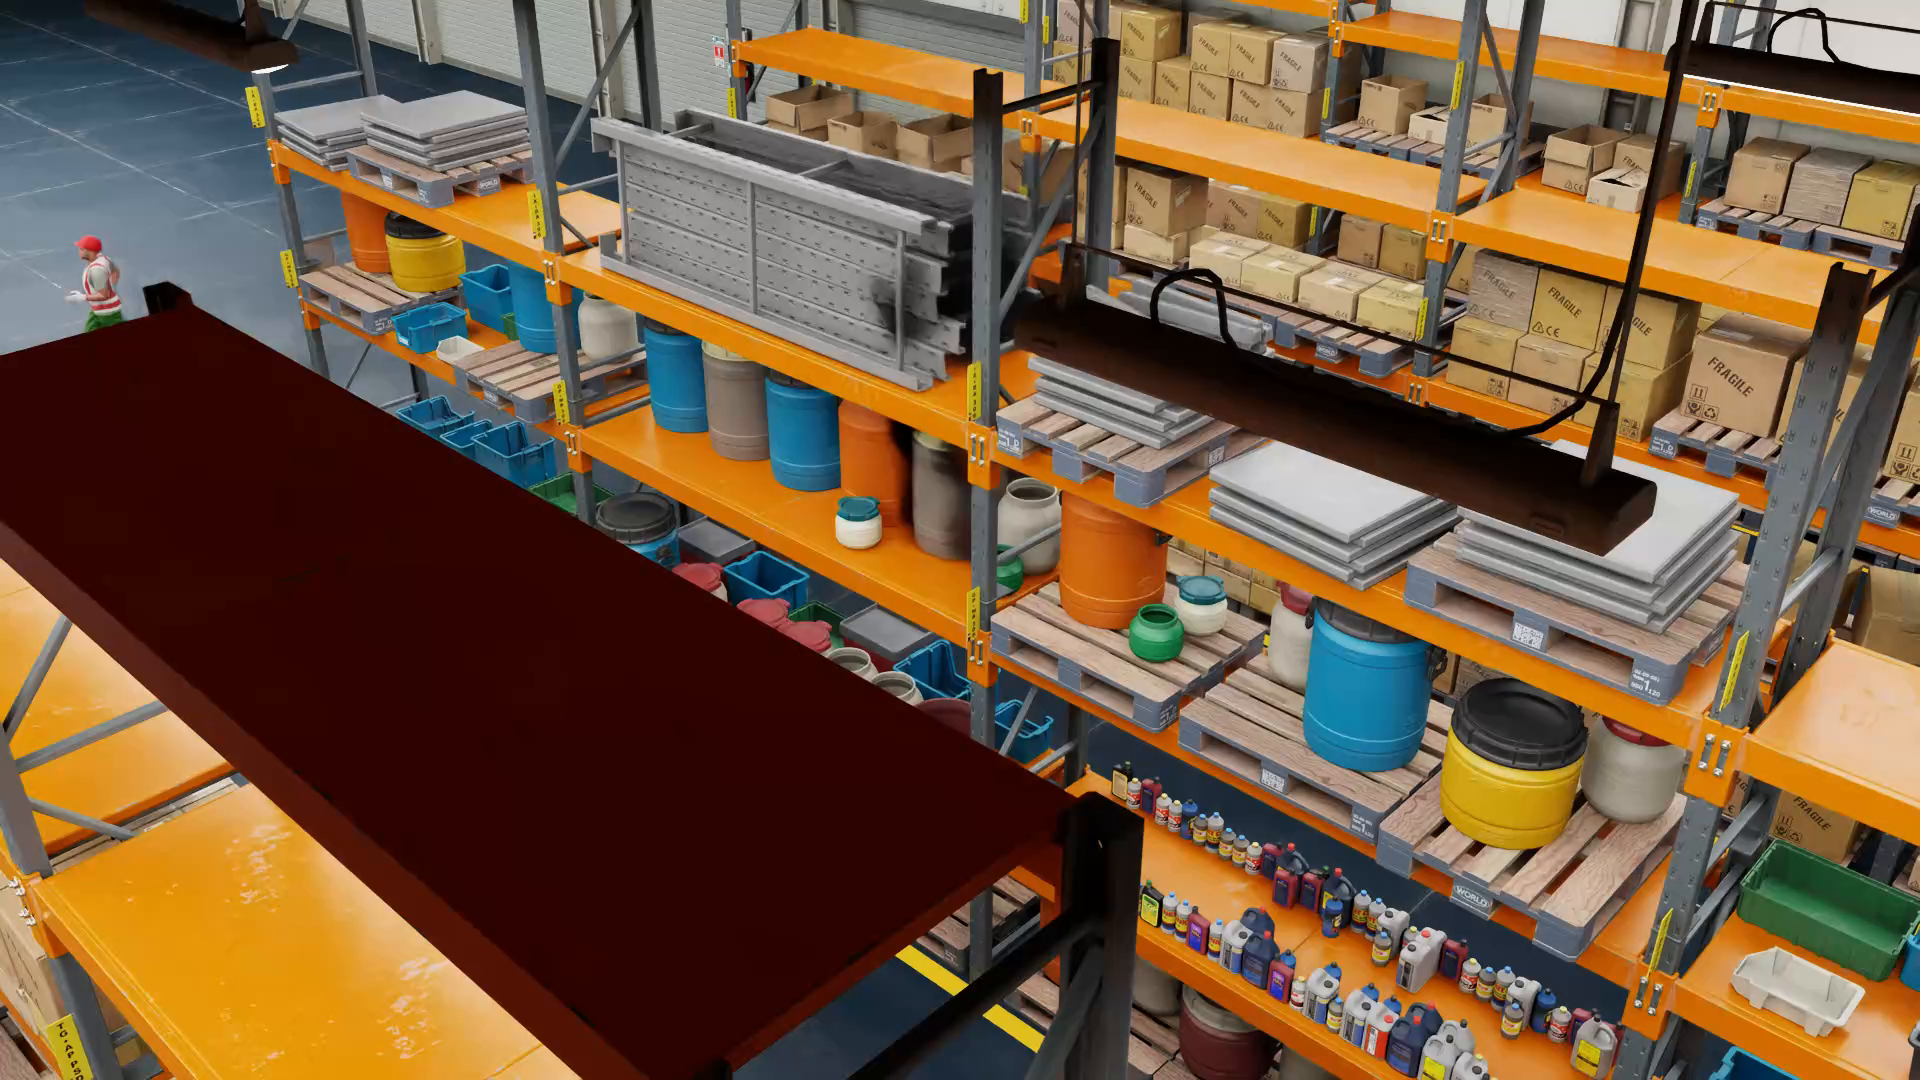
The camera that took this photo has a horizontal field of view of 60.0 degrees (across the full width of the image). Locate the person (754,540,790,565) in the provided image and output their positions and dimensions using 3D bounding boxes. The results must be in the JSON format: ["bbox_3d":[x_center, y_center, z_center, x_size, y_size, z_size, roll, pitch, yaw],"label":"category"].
[{"bbox_3d":[-1.700,-0.130,14.729,0.605,1.641,0.596,23,37,35],"label":"person"}]

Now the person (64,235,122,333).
[{"bbox_3d":[-9.837,-2.630,19.108,0.721,1.804,0.632,-16,33,-26],"label":"person"}]
